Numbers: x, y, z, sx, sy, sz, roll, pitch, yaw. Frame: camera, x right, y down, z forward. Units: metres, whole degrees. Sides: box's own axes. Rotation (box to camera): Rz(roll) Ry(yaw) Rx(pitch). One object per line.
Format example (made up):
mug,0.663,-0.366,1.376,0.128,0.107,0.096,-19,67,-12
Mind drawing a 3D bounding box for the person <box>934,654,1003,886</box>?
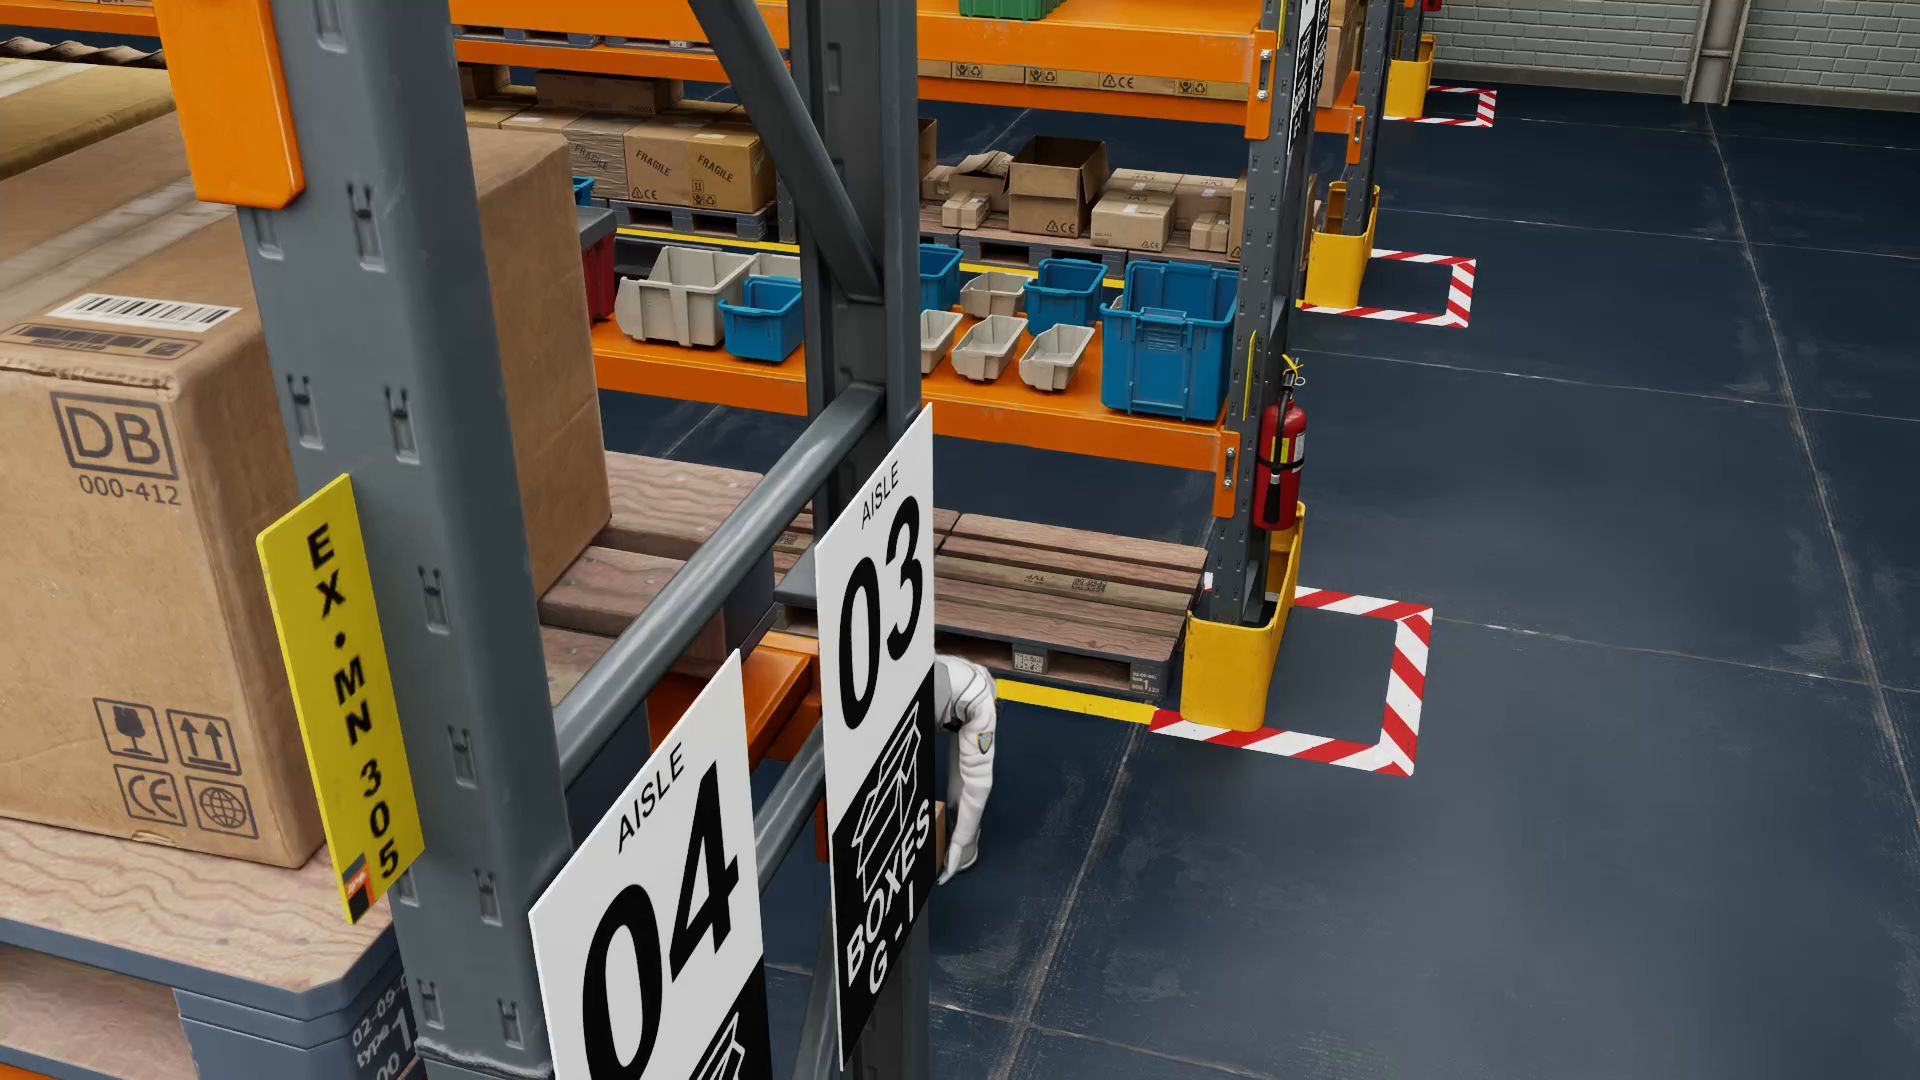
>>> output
person,-0.081,0.741,5.973,0.498,1.020,0.819,9,30,15
